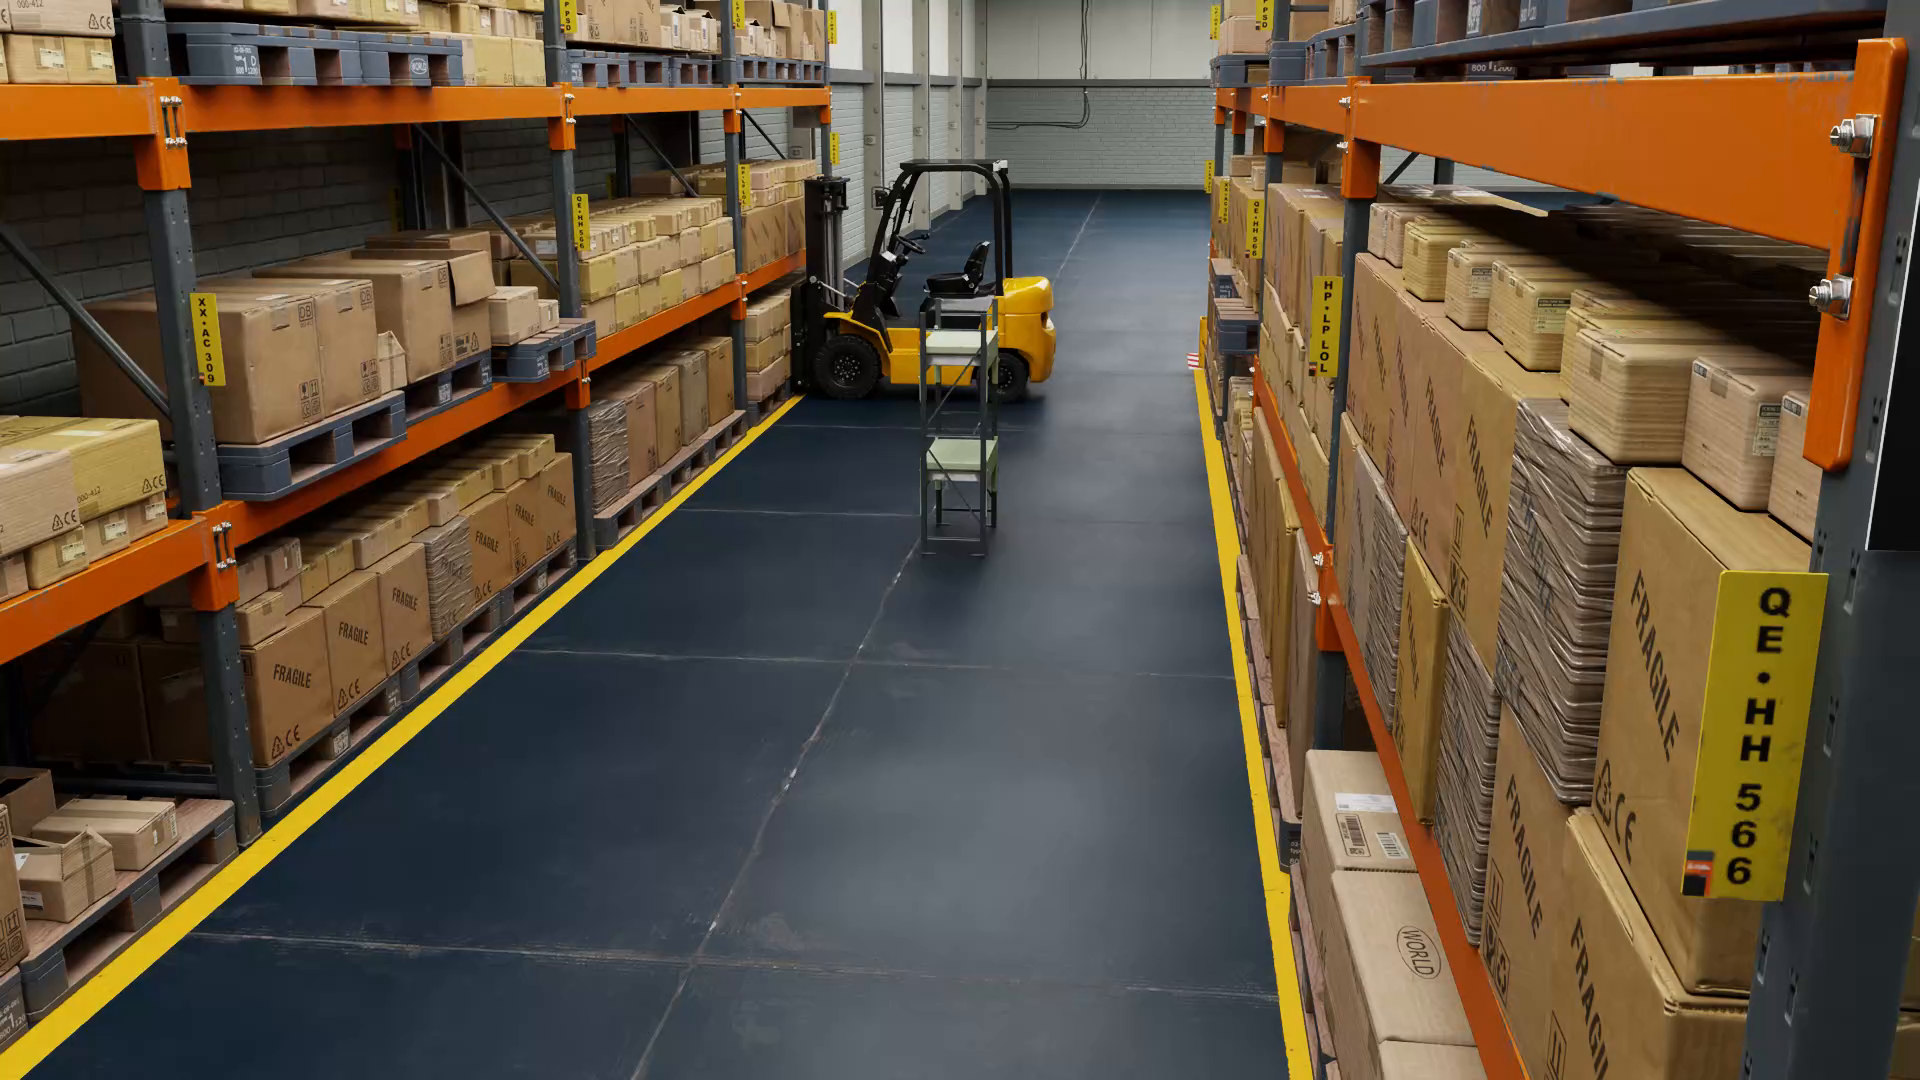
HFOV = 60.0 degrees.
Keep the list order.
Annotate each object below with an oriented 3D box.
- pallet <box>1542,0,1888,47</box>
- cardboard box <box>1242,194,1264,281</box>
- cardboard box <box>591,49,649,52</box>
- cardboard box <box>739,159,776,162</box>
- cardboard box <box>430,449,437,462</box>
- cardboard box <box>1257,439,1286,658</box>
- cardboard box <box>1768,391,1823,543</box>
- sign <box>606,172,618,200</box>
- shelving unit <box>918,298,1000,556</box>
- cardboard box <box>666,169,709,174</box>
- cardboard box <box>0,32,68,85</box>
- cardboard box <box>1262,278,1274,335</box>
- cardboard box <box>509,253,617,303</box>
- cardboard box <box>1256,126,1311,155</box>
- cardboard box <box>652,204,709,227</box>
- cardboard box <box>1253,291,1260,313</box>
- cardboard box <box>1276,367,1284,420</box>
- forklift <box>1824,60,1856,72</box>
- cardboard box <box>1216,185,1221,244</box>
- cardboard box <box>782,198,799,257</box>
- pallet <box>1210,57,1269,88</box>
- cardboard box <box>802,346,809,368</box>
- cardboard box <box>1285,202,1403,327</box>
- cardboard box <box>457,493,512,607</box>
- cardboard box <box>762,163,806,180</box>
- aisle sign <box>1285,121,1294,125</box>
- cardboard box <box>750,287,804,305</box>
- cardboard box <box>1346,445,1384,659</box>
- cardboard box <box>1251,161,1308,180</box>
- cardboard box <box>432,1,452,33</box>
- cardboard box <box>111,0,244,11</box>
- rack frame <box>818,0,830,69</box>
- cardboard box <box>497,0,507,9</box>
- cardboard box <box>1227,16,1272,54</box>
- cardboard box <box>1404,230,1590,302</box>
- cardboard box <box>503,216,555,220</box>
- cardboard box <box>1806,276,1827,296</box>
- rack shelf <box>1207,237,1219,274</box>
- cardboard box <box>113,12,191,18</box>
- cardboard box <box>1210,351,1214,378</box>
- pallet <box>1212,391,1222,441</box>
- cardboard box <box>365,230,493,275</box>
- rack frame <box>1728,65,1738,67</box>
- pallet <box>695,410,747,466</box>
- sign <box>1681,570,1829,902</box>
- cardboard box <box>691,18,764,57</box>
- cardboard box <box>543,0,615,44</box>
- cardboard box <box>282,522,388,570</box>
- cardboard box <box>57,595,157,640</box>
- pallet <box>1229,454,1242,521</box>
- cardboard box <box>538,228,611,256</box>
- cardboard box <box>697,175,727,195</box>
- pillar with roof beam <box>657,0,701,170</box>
[{"bbox_3d":[1.355,-0.718,1.995,1.003,0.211,1.213,2,15,6],"label":"pallet"},{"bbox_3d":[2.006,-1.850,10.193,0.500,0.500,0.500,1,15,5],"label":"cardboard box"},{"bbox_3d":[-2.497,-3.673,12.237,0.380,0.149,0.250,2,15,6],"label":"cardboard box"},{"bbox_3d":[-2.096,-3.840,17.111,0.380,0.149,0.250,1,15,5],"label":"cardboard box"},{"bbox_3d":[-3.174,-0.456,9.342,0.380,0.149,0.250,2,15,8],"label":"cardboard box"},{"bbox_3d":[1.919,0.036,8.050,0.875,0.875,0.875,2,15,7],"label":"cardboard box"},{"bbox_3d":[1.123,-0.063,1.800,0.380,0.149,0.250,2,15,7],"label":"cardboard box"},{"bbox_3d":[-2.849,-2.850,13.645,0.100,0.325,0.005,2,15,6],"label":"sign"},{"bbox_3d":[0.001,-0.726,10.473,0.431,1.500,0.755,2,15,6],"label":"shelving unit"},{"bbox_3d":[-2.460,-3.241,14.897,0.380,0.149,0.250,1,15,5],"label":"cardboard box"},{"bbox_3d":[-2.978,-1.464,5.066,0.380,0.149,0.250,2,15,6],"label":"cardboard box"},{"bbox_3d":[1.881,-1.240,8.831,0.500,0.250,0.500,2,15,6],"label":"cardboard box"},{"bbox_3d":[-2.431,-1.617,10.224,0.500,0.250,0.500,2,15,6],"label":"cardboard box"},{"bbox_3d":[3.181,-3.675,15.828,0.700,0.500,0.500,2,15,7],"label":"cardboard box"},{"bbox_3d":[-2.104,-2.443,12.515,0.380,0.149,0.250,1,15,5],"label":"cardboard box"},{"bbox_3d":[1.946,-1.440,9.919,0.380,0.149,0.250,2,15,7],"label":"cardboard box"},{"bbox_3d":[1.773,-0.734,7.916,0.500,0.250,0.500,2,15,8],"label":"cardboard box"},{"bbox_3d":[4.767,-1.074,9.018,1.130,2.935,3.031,2,15,7],"label":"forklift"},{"bbox_3d":[2.597,-2.949,15.059,0.500,0.500,0.500,1,15,5],"label":"cardboard box"},{"bbox_3d":[-1.811,-2.930,15.561,0.500,0.500,0.500,2,15,7],"label":"cardboard box"},{"bbox_3d":[2.460,-3.433,12.225,1.213,0.211,1.003,2,15,6],"label":"pallet"},{"bbox_3d":[-1.752,-1.766,15.910,0.500,0.250,0.500,2,15,8],"label":"cardboard box"},{"bbox_3d":[1.705,-1.212,7.291,0.500,0.500,0.500,2,15,7],"label":"cardboard box"},{"bbox_3d":[-2.706,0.045,8.734,0.500,0.500,0.500,2,15,9],"label":"cardboard box"},{"bbox_3d":[-1.697,-3.555,16.057,0.380,0.149,0.250,2,15,8],"label":"cardboard box"},{"bbox_3d":[3.382,-4.533,16.698,0.394,0.787,0.004,2,15,6],"label":"aisle sign"},{"bbox_3d":[-1.751,-2.250,15.784,0.500,0.250,0.500,1,15,5],"label":"cardboard box"},{"bbox_3d":[1.359,0.038,4.582,0.500,0.500,0.500,2,15,7],"label":"cardboard box"},{"bbox_3d":[2.211,-2.544,11.515,0.380,0.149,0.250,3,15,9],"label":"cardboard box"},{"bbox_3d":[-2.715,-2.547,8.110,0.380,0.149,0.250,2,15,7],"label":"cardboard box"},{"bbox_3d":[-2.771,-1.947,5.853,0.380,0.149,0.250,2,15,7],"label":"cardboard box"},{"bbox_3d":[-1.846,-6.311,16.763,1.000,3.000,0.127,2,15,6],"label":"rack frame"},{"bbox_3d":[-2.628,-2.889,8.807,0.380,0.149,0.250,1,15,4],"label":"cardboard box"},{"bbox_3d":[2.080,-3.408,11.257,0.500,0.250,0.500,2,15,6],"label":"cardboard box"},{"bbox_3d":[1.291,-0.662,4.016,0.380,0.149,0.250,1,15,5],"label":"cardboard box"},{"bbox_3d":[-2.894,-2.127,11.348,0.380,0.149,0.250,1,15,5],"label":"cardboard box"},{"bbox_3d":[1.757,-0.384,2.987,0.380,0.149,0.250,2,15,7],"label":"cardboard box"},{"bbox_3d":[2.861,-2.404,15.185,1.077,0.370,4.000,2,15,6],"label":"rack shelf"},{"bbox_3d":[-3.211,-2.095,6.404,0.380,0.149,0.250,1,15,5],"label":"cardboard box"},{"bbox_3d":[2.607,-1.670,15.556,0.500,0.250,0.500,3,15,10],"label":"cardboard box"},{"bbox_3d":[2.676,-1.062,14.185,1.003,0.211,1.213,2,15,6],"label":"pallet"},{"bbox_3d":[-2.962,-1.463,9.329,0.500,0.500,0.500,2,15,9],"label":"cardboard box"},{"bbox_3d":[8.016,-6.047,15.784,1.000,3.000,0.127,2,15,6],"label":"rack frame"},{"bbox_3d":[-2.341,-0.840,13.363,1.003,0.211,1.213,2,15,6],"label":"pallet"},{"bbox_3d":[0.744,0.187,1.553,0.100,0.325,0.005,2,15,6],"label":"sign"},{"bbox_3d":[-1.961,-4.243,14.033,0.500,0.311,0.500,2,15,7],"label":"cardboard box"},{"bbox_3d":[-2.425,-3.268,10.069,0.500,0.500,0.500,2,15,7],"label":"cardboard box"},{"bbox_3d":[-2.840,0.026,7.560,0.380,0.149,0.250,2,15,6],"label":"cardboard box"},{"bbox_3d":[-3.445,0.284,6.608,0.380,0.149,0.250,1,15,4],"label":"cardboard box"},{"bbox_3d":[2.414,-0.367,11.616,1.003,0.211,1.213,2,15,6],"label":"pallet"},{"bbox_3d":[-2.391,-1.845,10.305,0.380,0.149,0.250,2,15,7],"label":"cardboard box"},{"bbox_3d":[-1.966,-2.957,13.847,0.380,0.149,0.250,2,15,7],"label":"cardboard box"},{"bbox_3d":[1.458,-6.031,15.725,9.100,9.000,0.400,2,15,6],"label":"pillar with roof beam"}]
